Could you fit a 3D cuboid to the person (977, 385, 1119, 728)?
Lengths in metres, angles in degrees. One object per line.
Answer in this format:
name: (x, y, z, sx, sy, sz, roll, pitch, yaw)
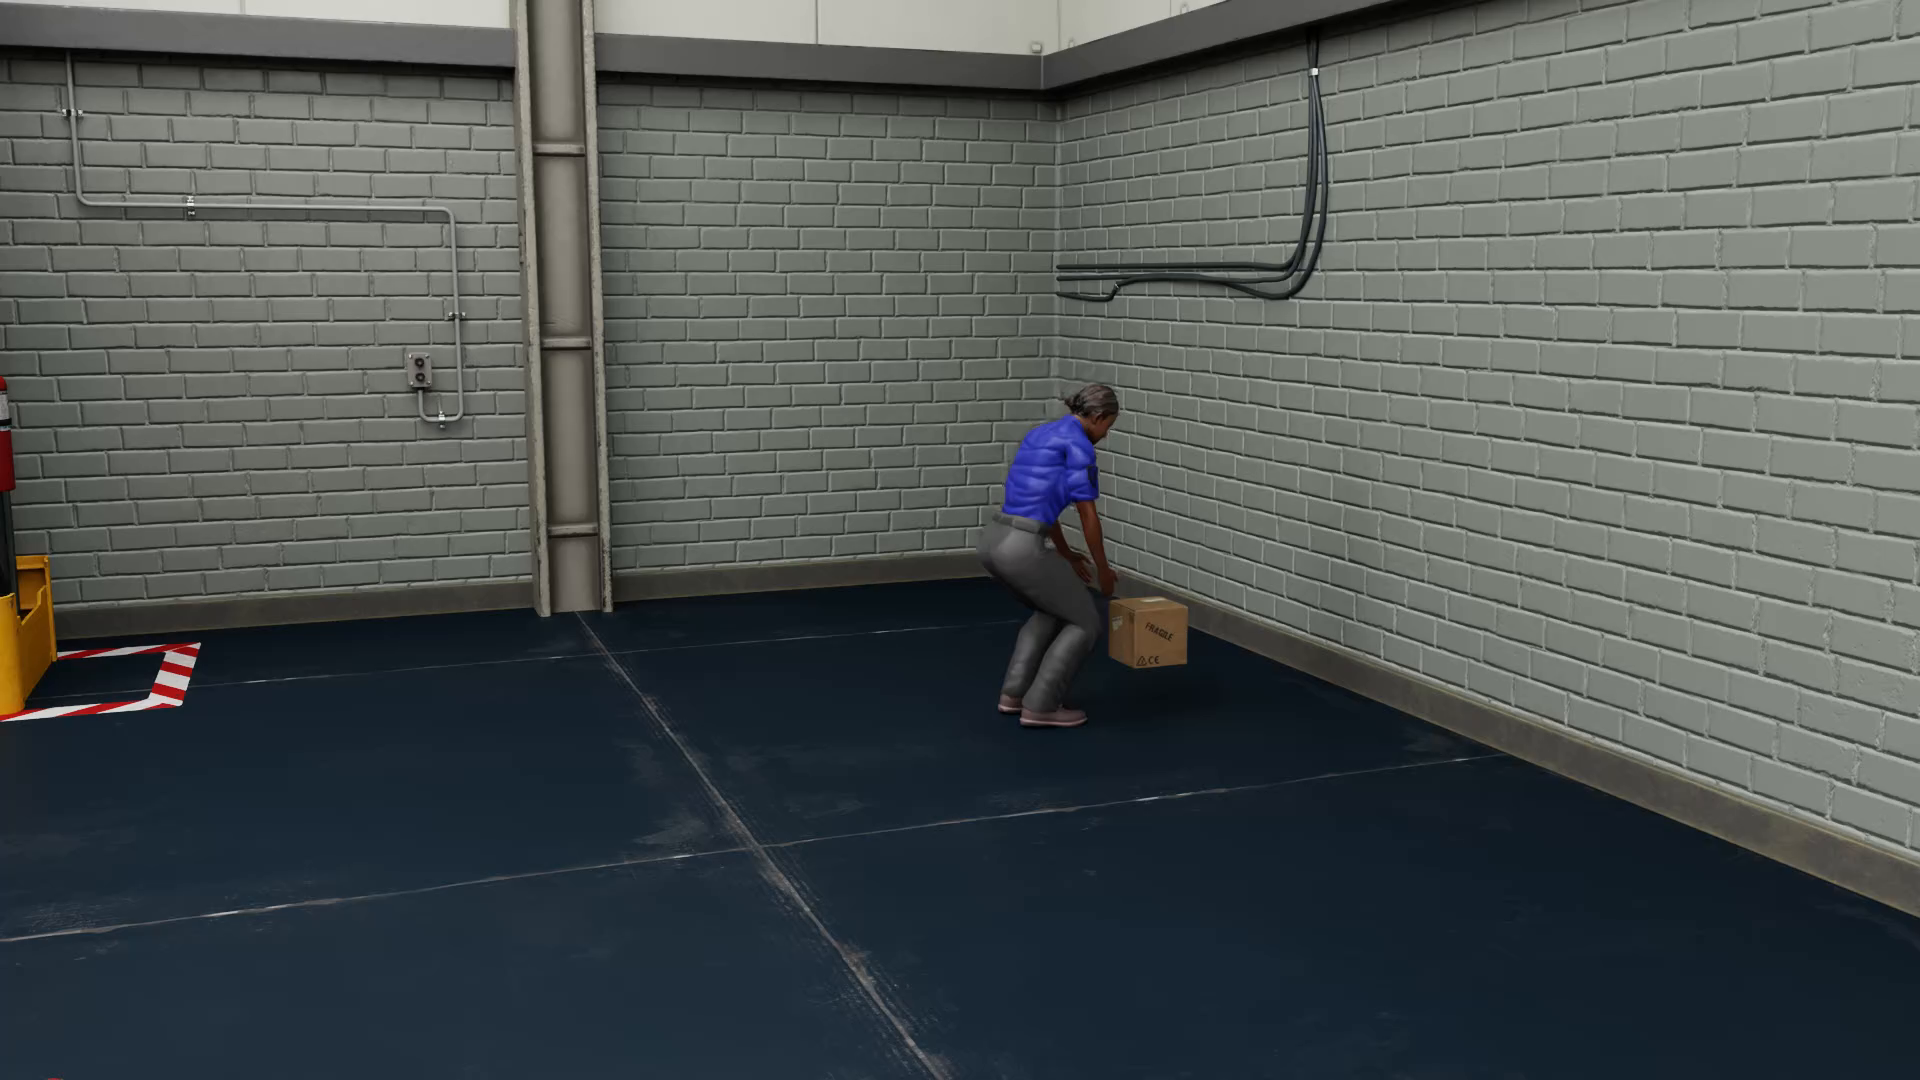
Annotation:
person: (0.370, 0.057, 6.913, 0.617, 1.390, 0.495, -3, 10, -21)
